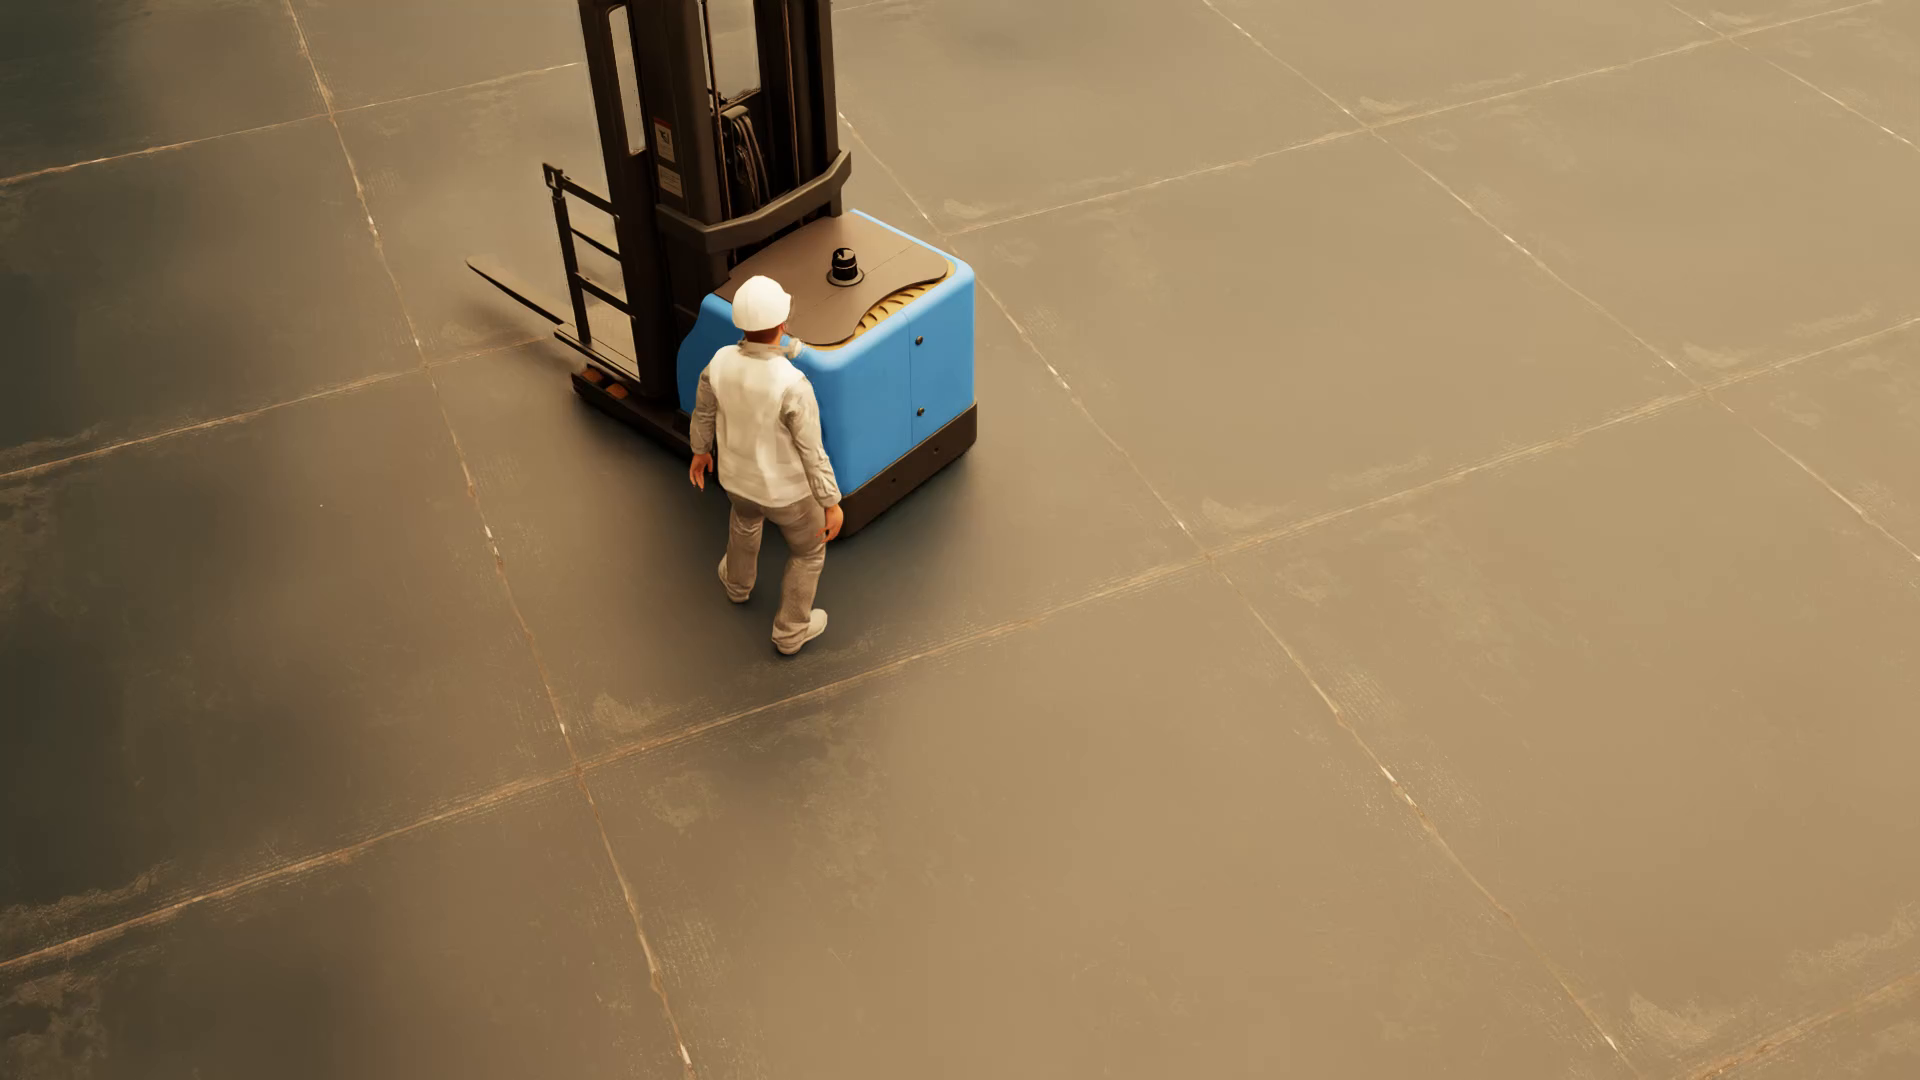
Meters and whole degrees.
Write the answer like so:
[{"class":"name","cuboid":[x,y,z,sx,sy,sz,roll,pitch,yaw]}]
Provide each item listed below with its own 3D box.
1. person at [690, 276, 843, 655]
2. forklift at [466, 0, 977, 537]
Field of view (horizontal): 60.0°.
[{"class":"person","cuboid":[-0.789,-0.305,6.889,0.853,1.745,0.459,23,48,23]},{"class":"forklift","cuboid":[-1.361,-1.946,7.765,3.031,2.935,1.130,31,51,29]}]
